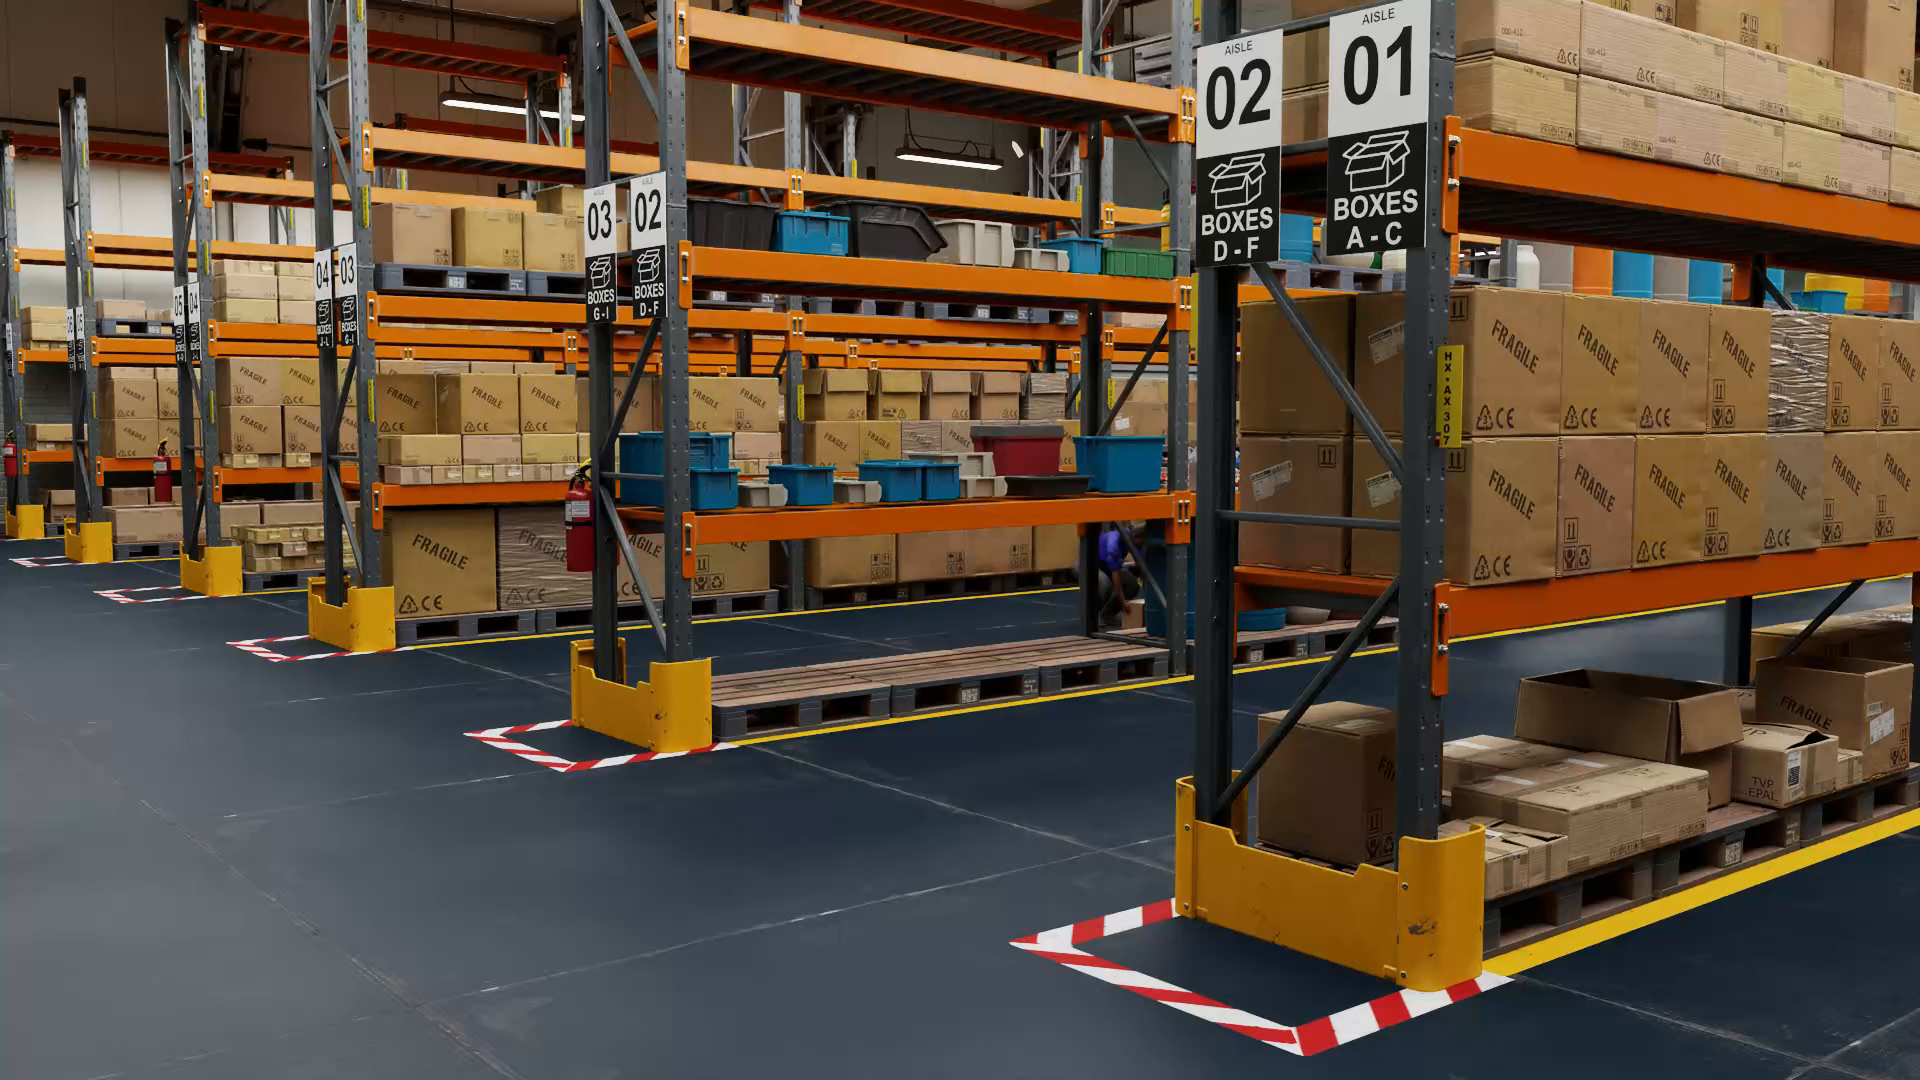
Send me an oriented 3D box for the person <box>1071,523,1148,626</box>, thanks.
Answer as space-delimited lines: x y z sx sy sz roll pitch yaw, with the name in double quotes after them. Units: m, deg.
1.362 0.299 14.686 0.483 0.929 0.801 -4 6 -39 "person"
